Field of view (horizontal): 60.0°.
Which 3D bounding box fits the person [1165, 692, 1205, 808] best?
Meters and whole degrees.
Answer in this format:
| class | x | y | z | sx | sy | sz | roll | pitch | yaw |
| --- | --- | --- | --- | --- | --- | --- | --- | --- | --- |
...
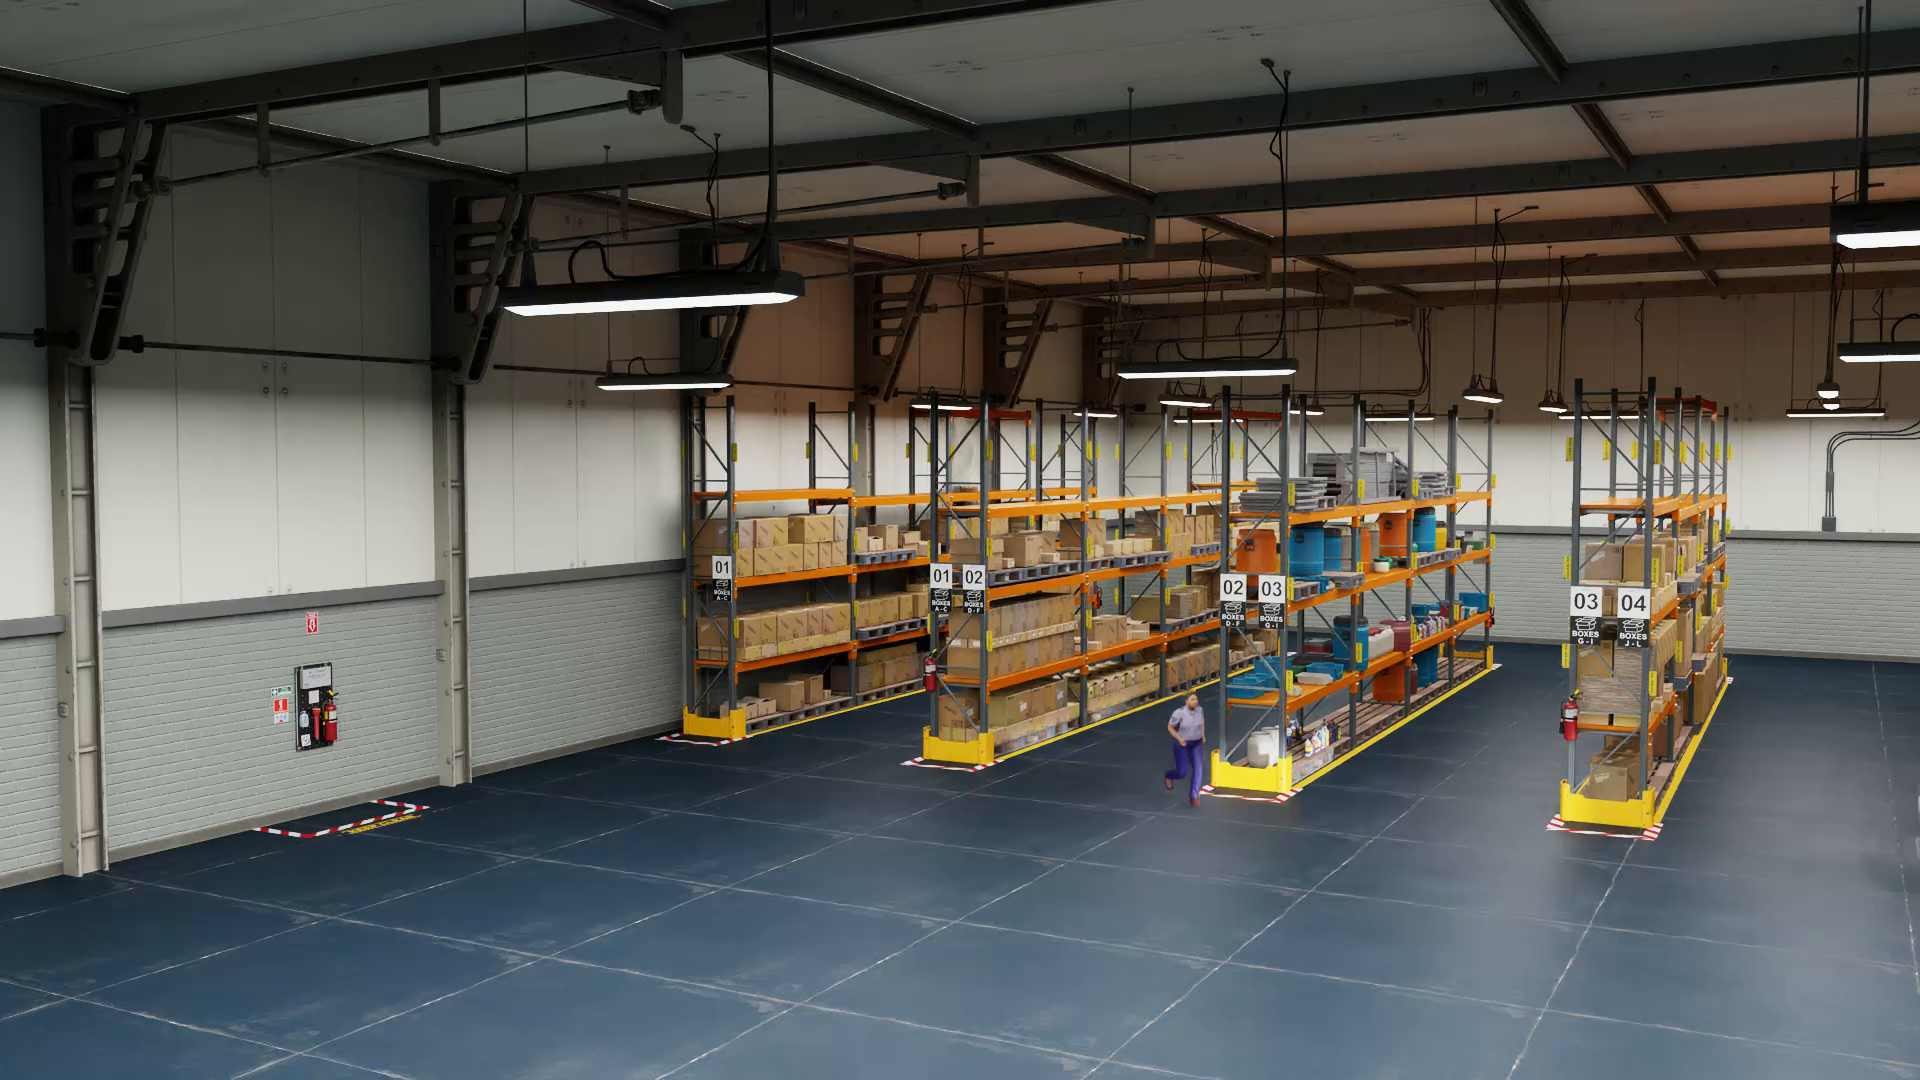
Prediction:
| class | x | y | z | sx | sy | sz | roll | pitch | yaw |
| --- | --- | --- | --- | --- | --- | --- | --- | --- | --- |
| person | 3.260 | 2.962 | 23.801 | 0.627 | 1.625 | 0.810 | -1 | 3 | -22 |
